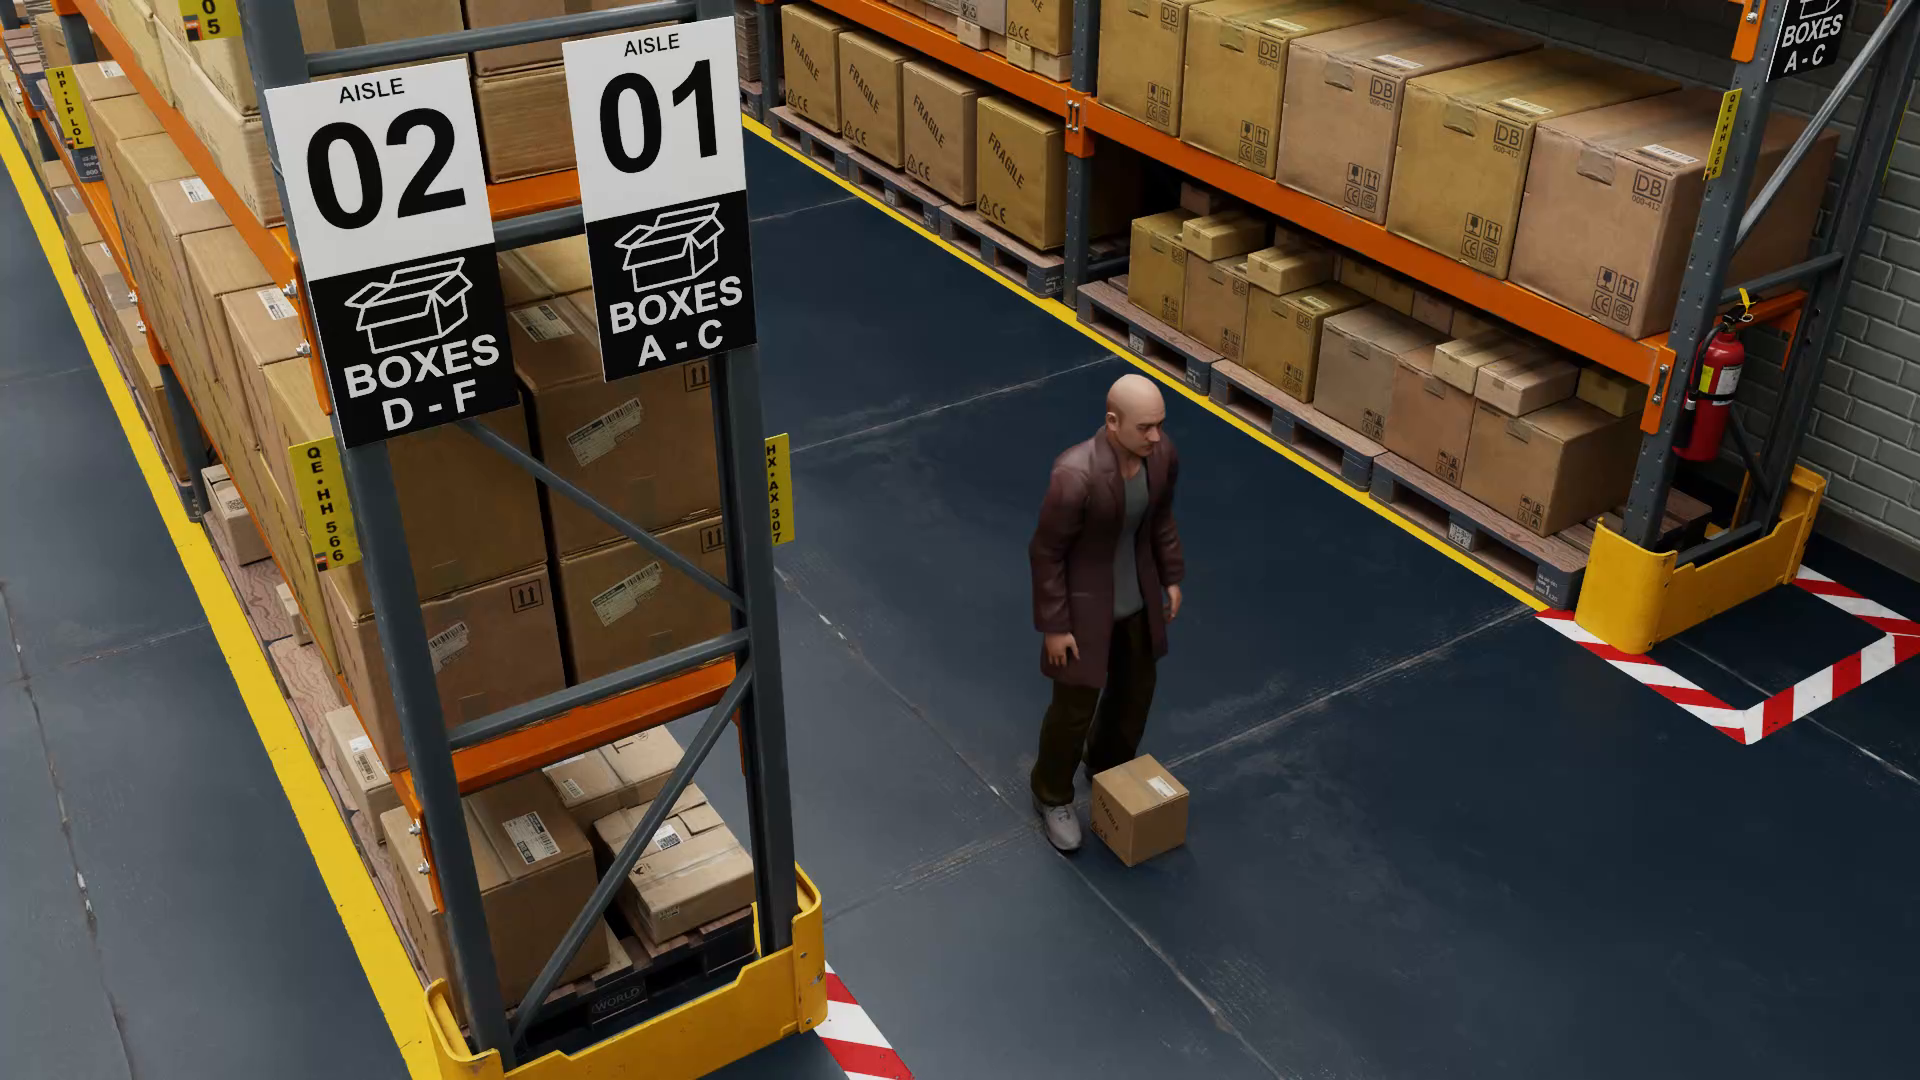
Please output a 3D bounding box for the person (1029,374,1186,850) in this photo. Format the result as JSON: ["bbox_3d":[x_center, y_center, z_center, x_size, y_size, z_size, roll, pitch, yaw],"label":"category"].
[{"bbox_3d":[0.522,0.221,5.799,0.654,1.774,0.420,-21,38,-30],"label":"person"}]
